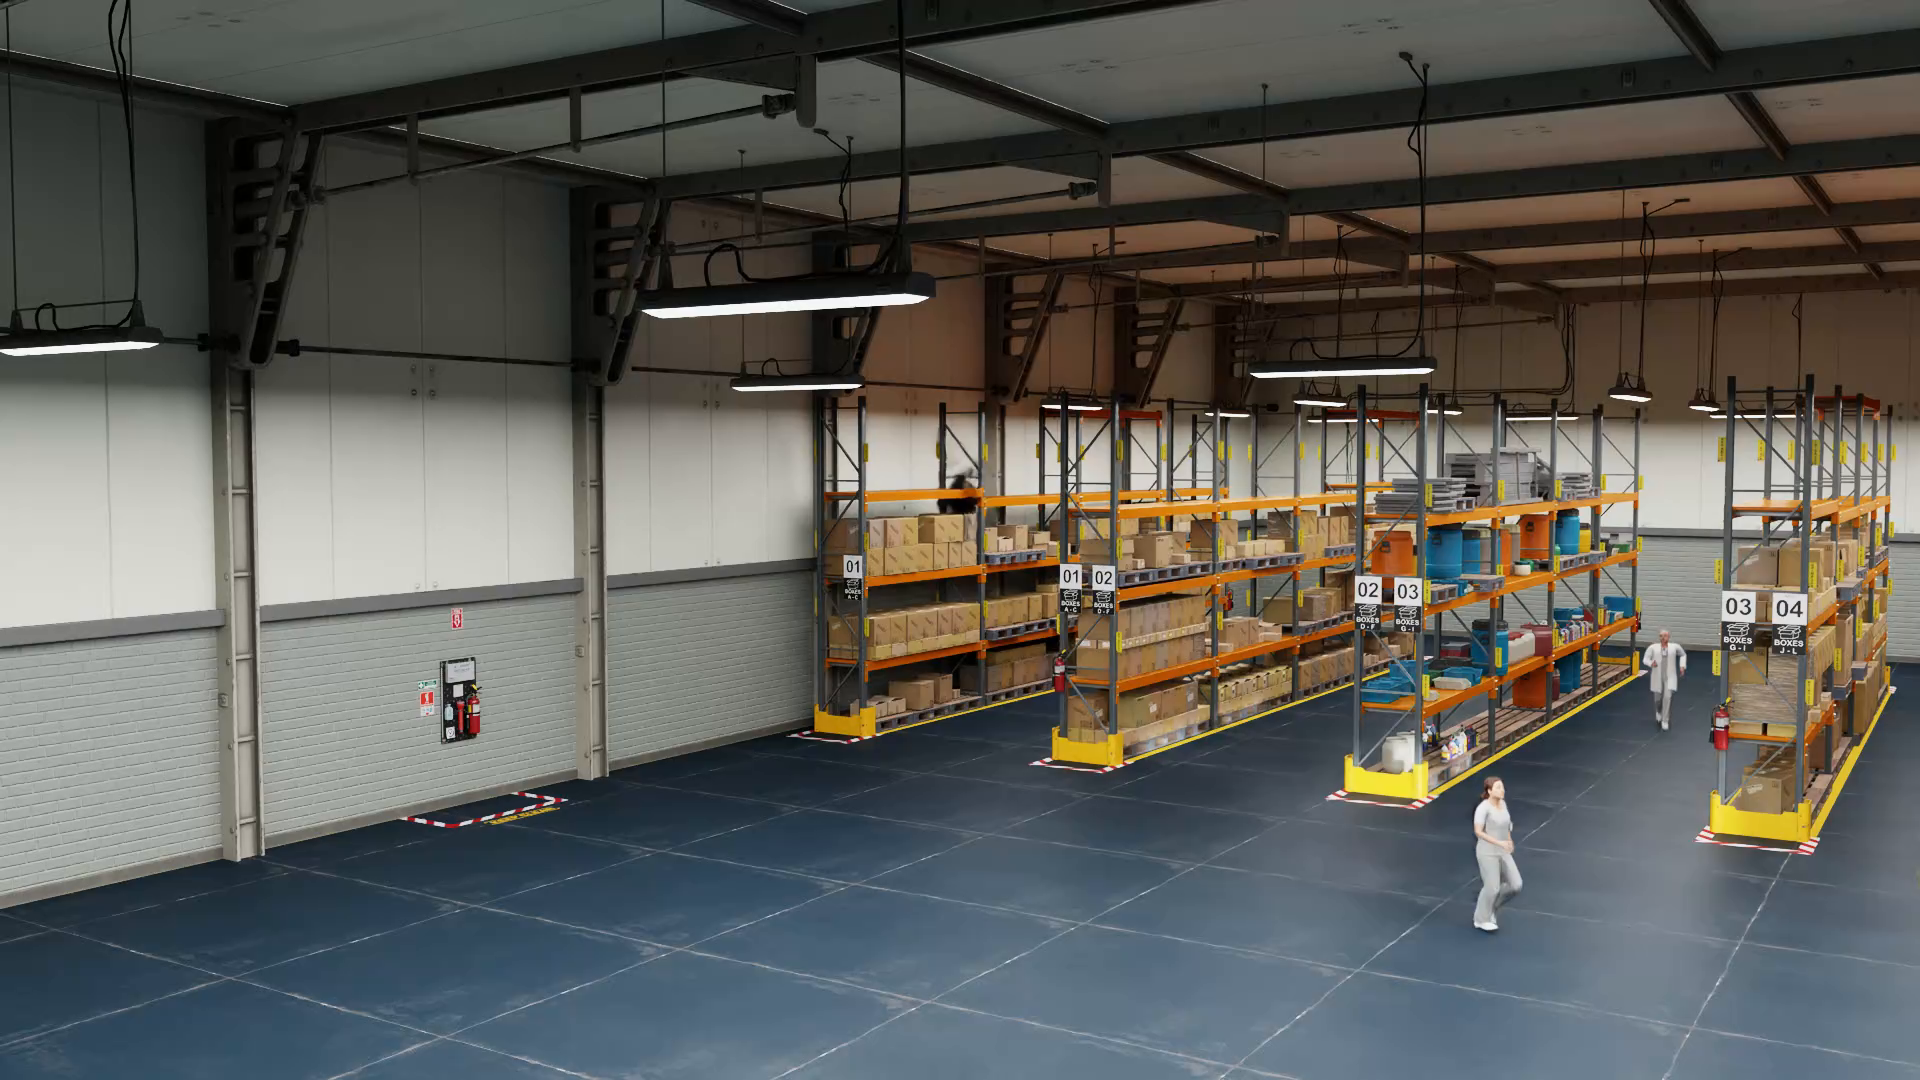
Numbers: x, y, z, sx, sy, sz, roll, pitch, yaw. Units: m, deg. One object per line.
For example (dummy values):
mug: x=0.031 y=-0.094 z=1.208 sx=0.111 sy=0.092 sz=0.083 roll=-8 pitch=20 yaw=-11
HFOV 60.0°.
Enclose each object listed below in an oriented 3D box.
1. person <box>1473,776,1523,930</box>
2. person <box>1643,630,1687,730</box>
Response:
person: x=5.602 y=3.264 z=17.304 sx=0.603 sy=1.624 sz=0.569 roll=-2 pitch=4 yaw=-31
person: x=12.781 y=2.506 z=30.183 sx=0.727 sy=1.736 sz=1.154 roll=2 pitch=3 yaw=27
